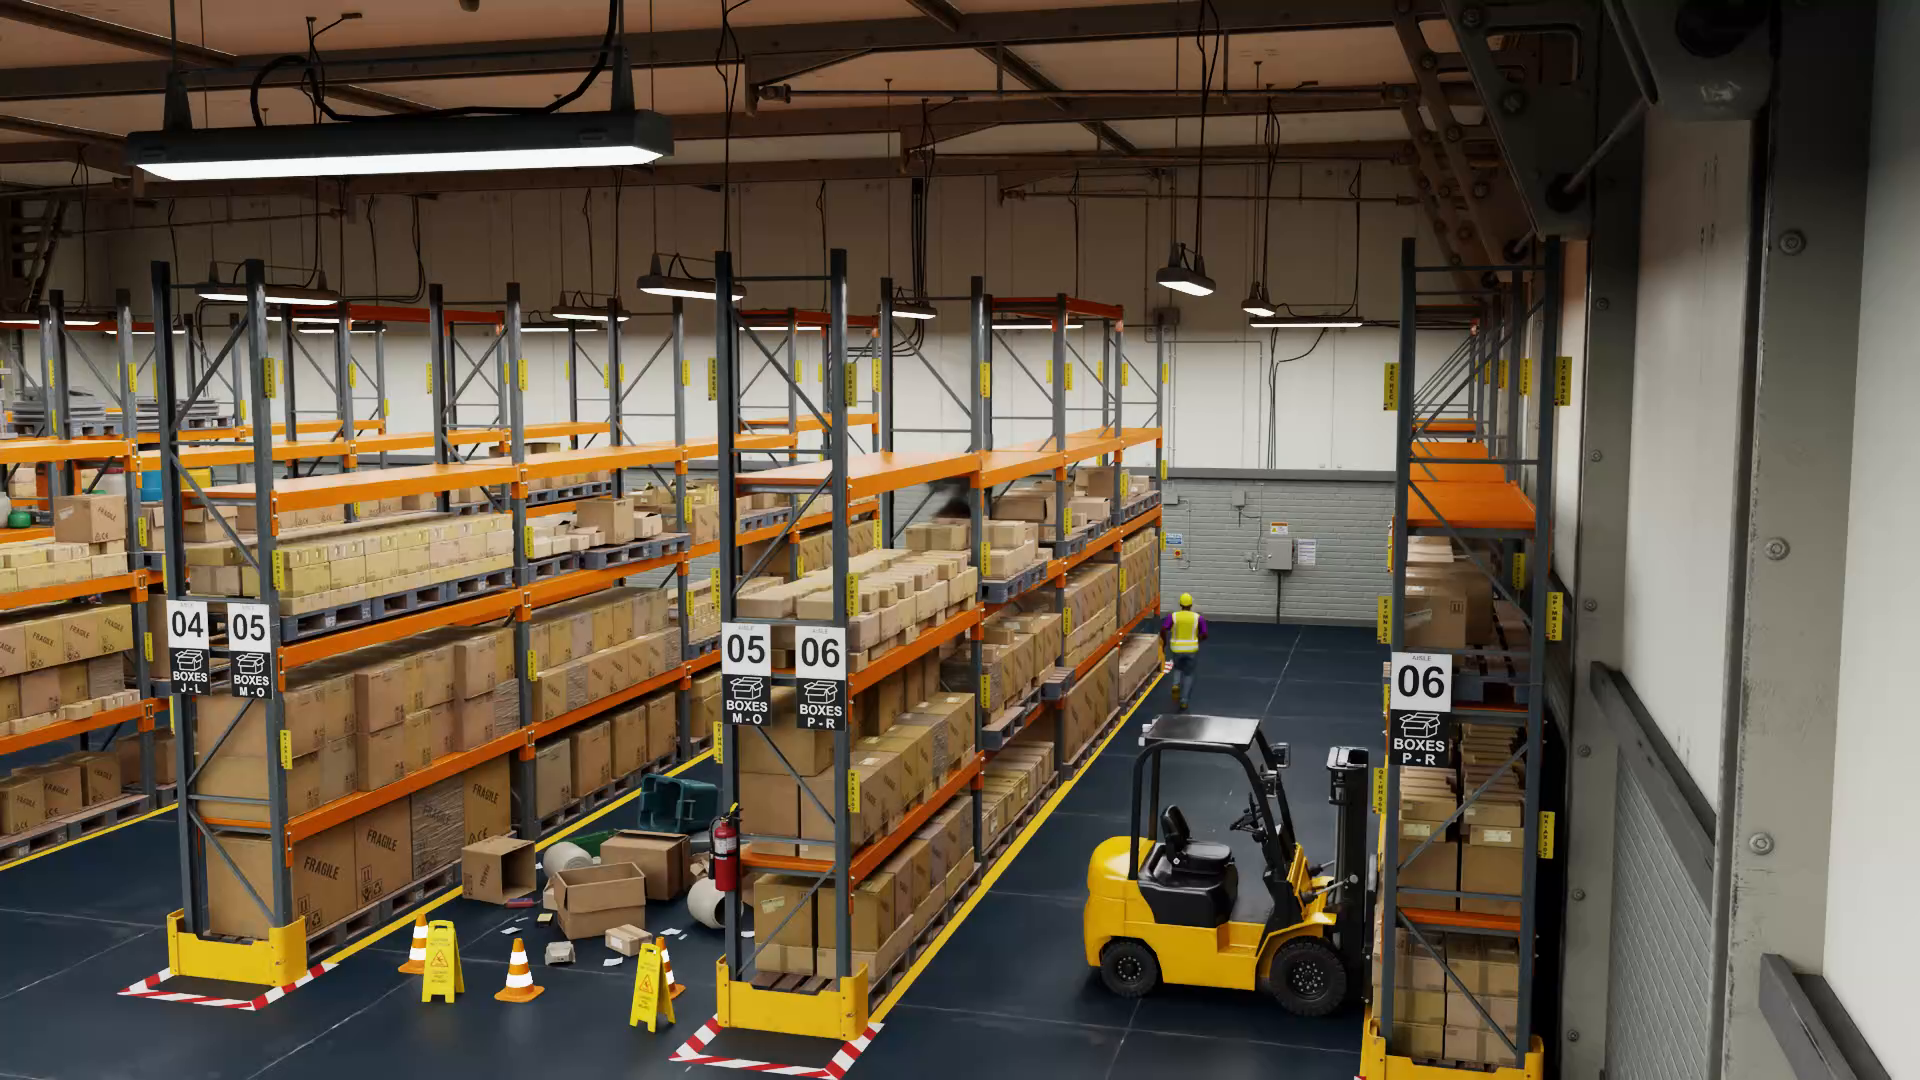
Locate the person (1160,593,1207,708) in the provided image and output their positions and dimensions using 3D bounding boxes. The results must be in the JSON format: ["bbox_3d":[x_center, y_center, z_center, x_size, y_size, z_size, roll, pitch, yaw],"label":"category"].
[{"bbox_3d":[3.388,1.650,25.111,0.692,1.724,0.582,1,6,12],"label":"person"}]
